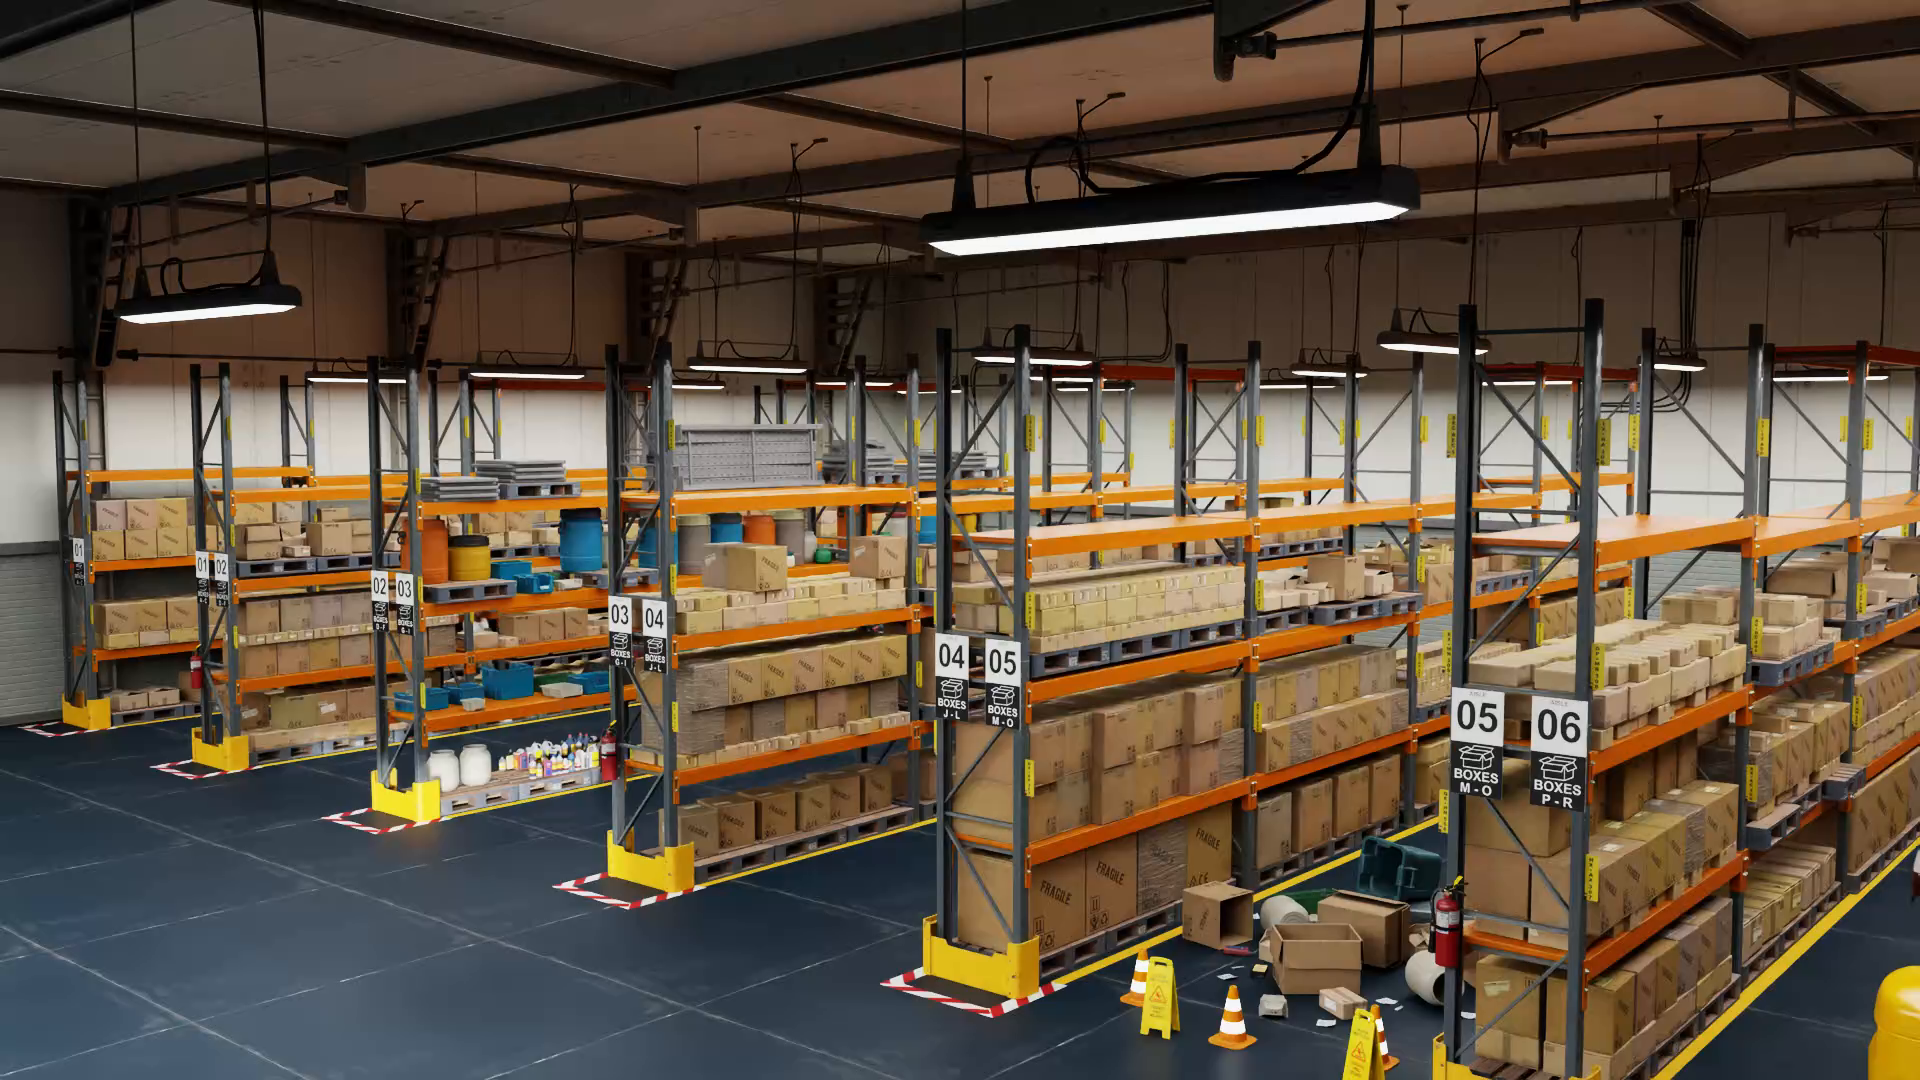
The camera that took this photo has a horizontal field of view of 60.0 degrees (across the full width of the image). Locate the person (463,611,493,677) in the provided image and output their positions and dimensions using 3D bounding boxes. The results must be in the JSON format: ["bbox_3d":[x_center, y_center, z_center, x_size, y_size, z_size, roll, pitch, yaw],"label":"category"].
[{"bbox_3d":[-8.882,2.062,30.751,0.627,1.792,0.537,-3,5,-37],"label":"person"}]

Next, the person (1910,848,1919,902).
[{"bbox_3d":[8.727,3.260,14.632,0.685,1.805,0.588,3,5,37],"label":"person"}]
